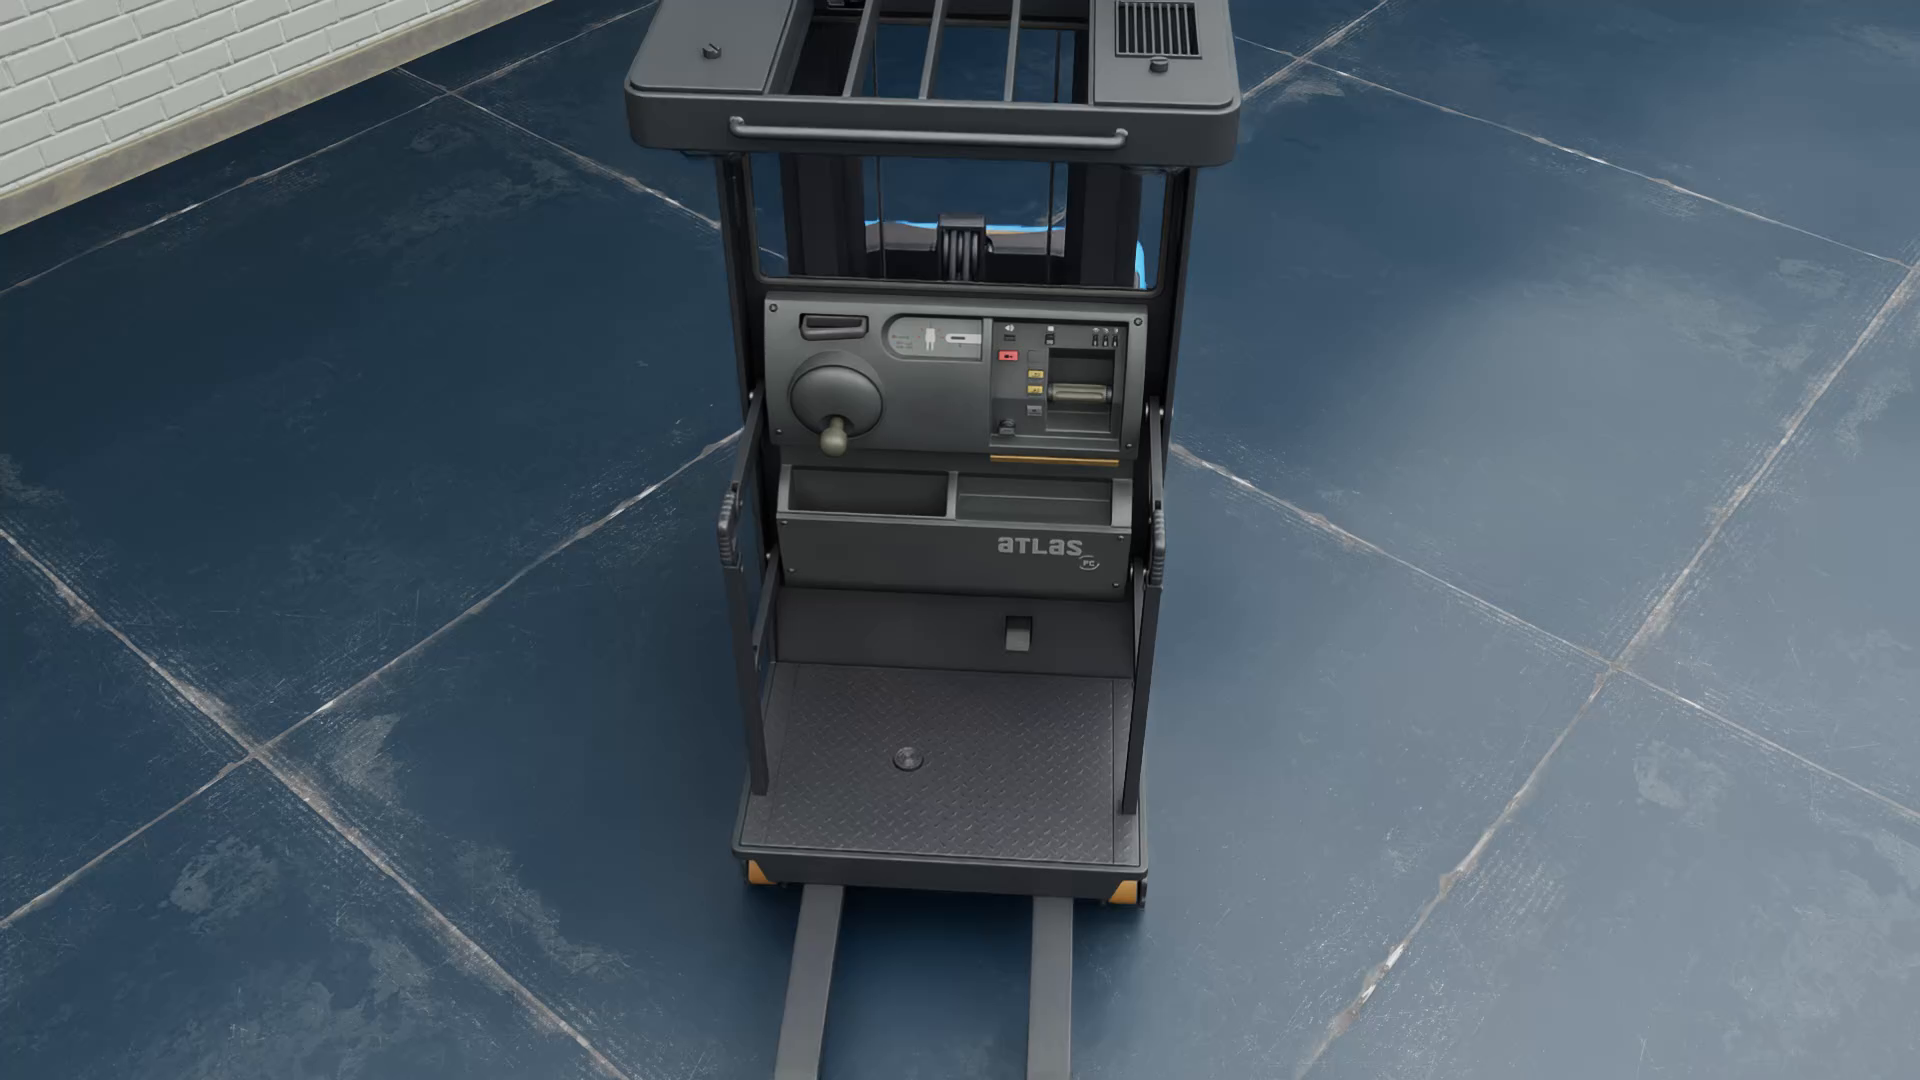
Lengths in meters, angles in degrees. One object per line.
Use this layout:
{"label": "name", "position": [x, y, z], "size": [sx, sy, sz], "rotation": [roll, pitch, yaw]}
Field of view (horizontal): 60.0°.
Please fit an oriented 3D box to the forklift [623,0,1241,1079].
{"label": "forklift", "position": [-0.026, -0.307, 3.909], "size": [1.130, 2.935, 3.031], "rotation": [3, 42, 3]}
